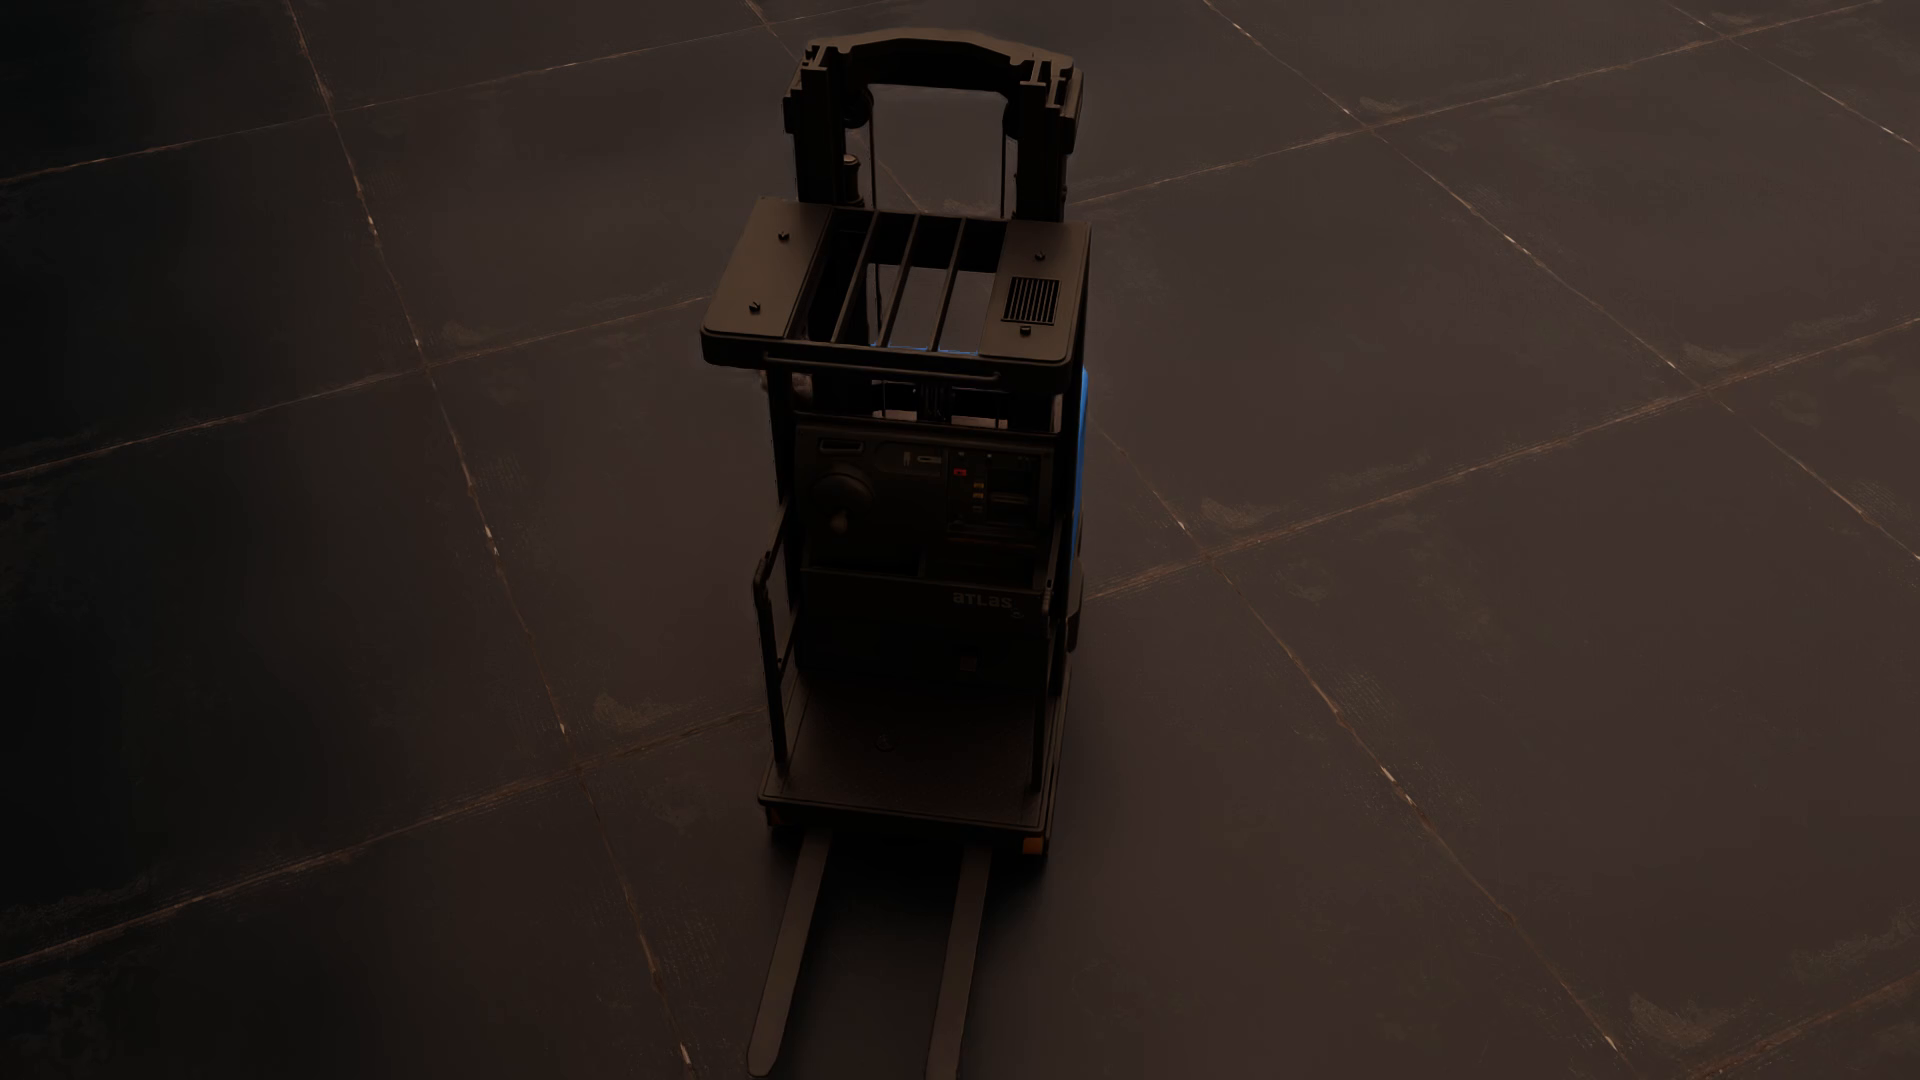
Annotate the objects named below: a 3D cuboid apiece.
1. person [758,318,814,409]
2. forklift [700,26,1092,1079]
[{"bbox_3d":[-0.530,-0.833,7.596,0.767,1.525,0.991,1,43,1],"label":"person"},{"bbox_3d":[-0.162,-0.103,5.791,1.130,2.935,3.031,6,43,6],"label":"forklift"}]
